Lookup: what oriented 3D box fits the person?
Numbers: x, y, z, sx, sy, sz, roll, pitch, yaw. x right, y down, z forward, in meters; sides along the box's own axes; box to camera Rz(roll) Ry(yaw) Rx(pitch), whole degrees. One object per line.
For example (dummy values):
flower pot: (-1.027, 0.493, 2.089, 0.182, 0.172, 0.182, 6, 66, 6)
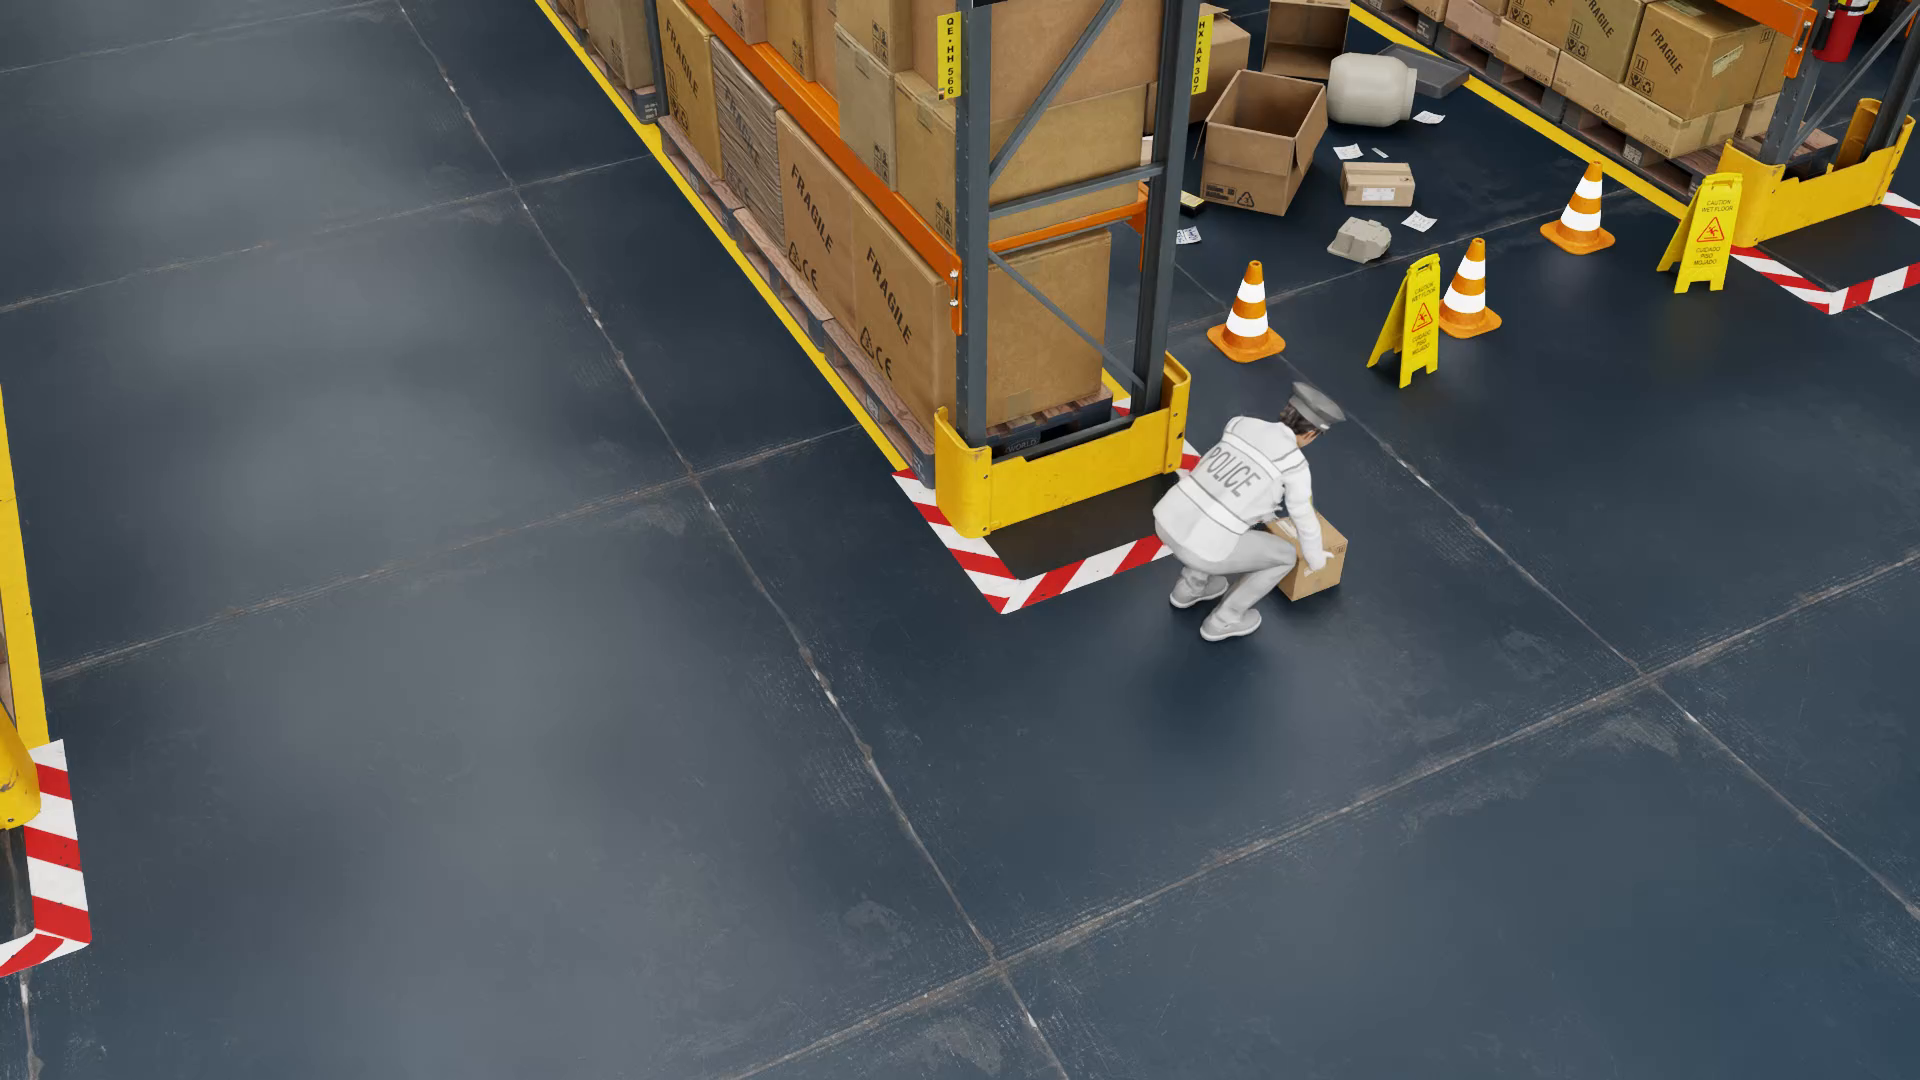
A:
person: (1.169, -0.125, 6.801, 0.841, 1.006, 0.500, -19, 45, -20)
